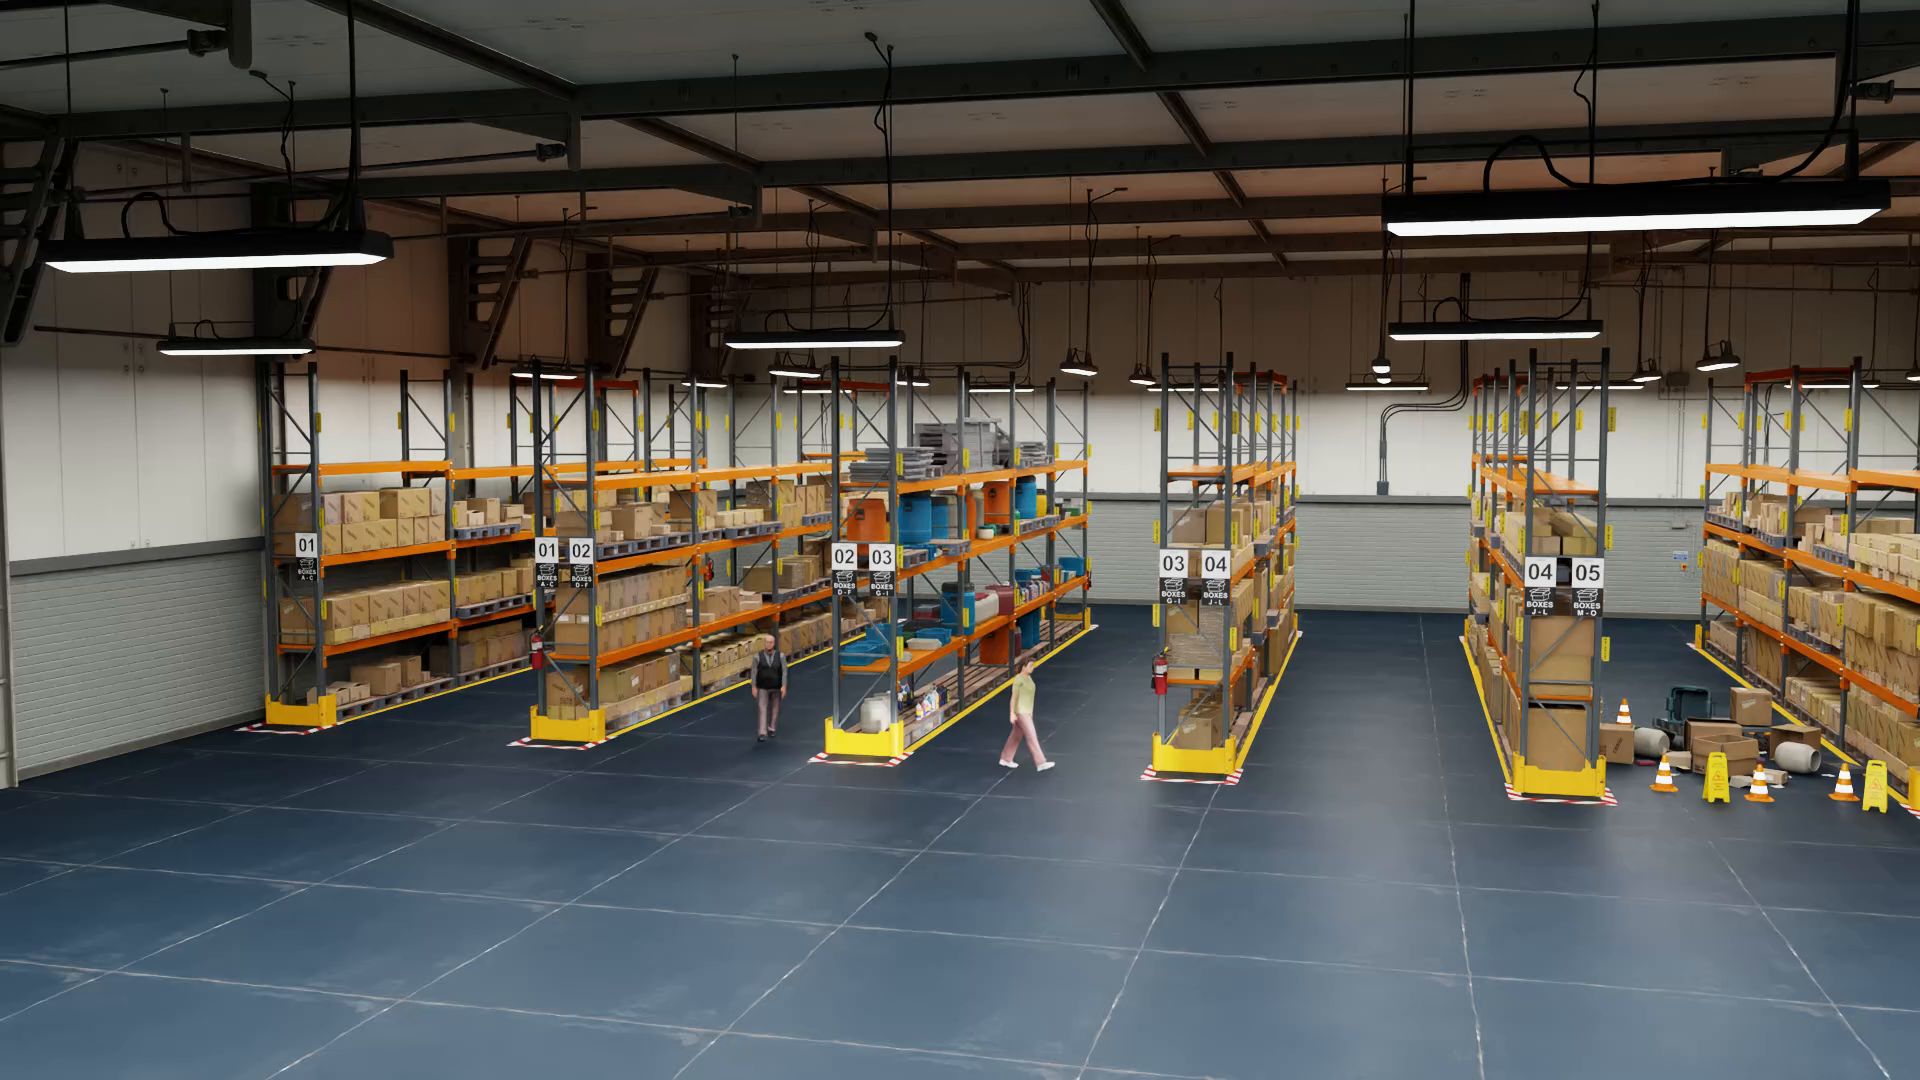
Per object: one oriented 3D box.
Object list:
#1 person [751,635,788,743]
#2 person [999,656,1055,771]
[{"bbox_3d":[-2.961,2.319,25.941,0.568,1.660,1.069,-1,4,-16],"label":"person"},{"bbox_3d":[0.982,2.495,24.007,0.916,1.643,0.454,2,4,24],"label":"person"}]
